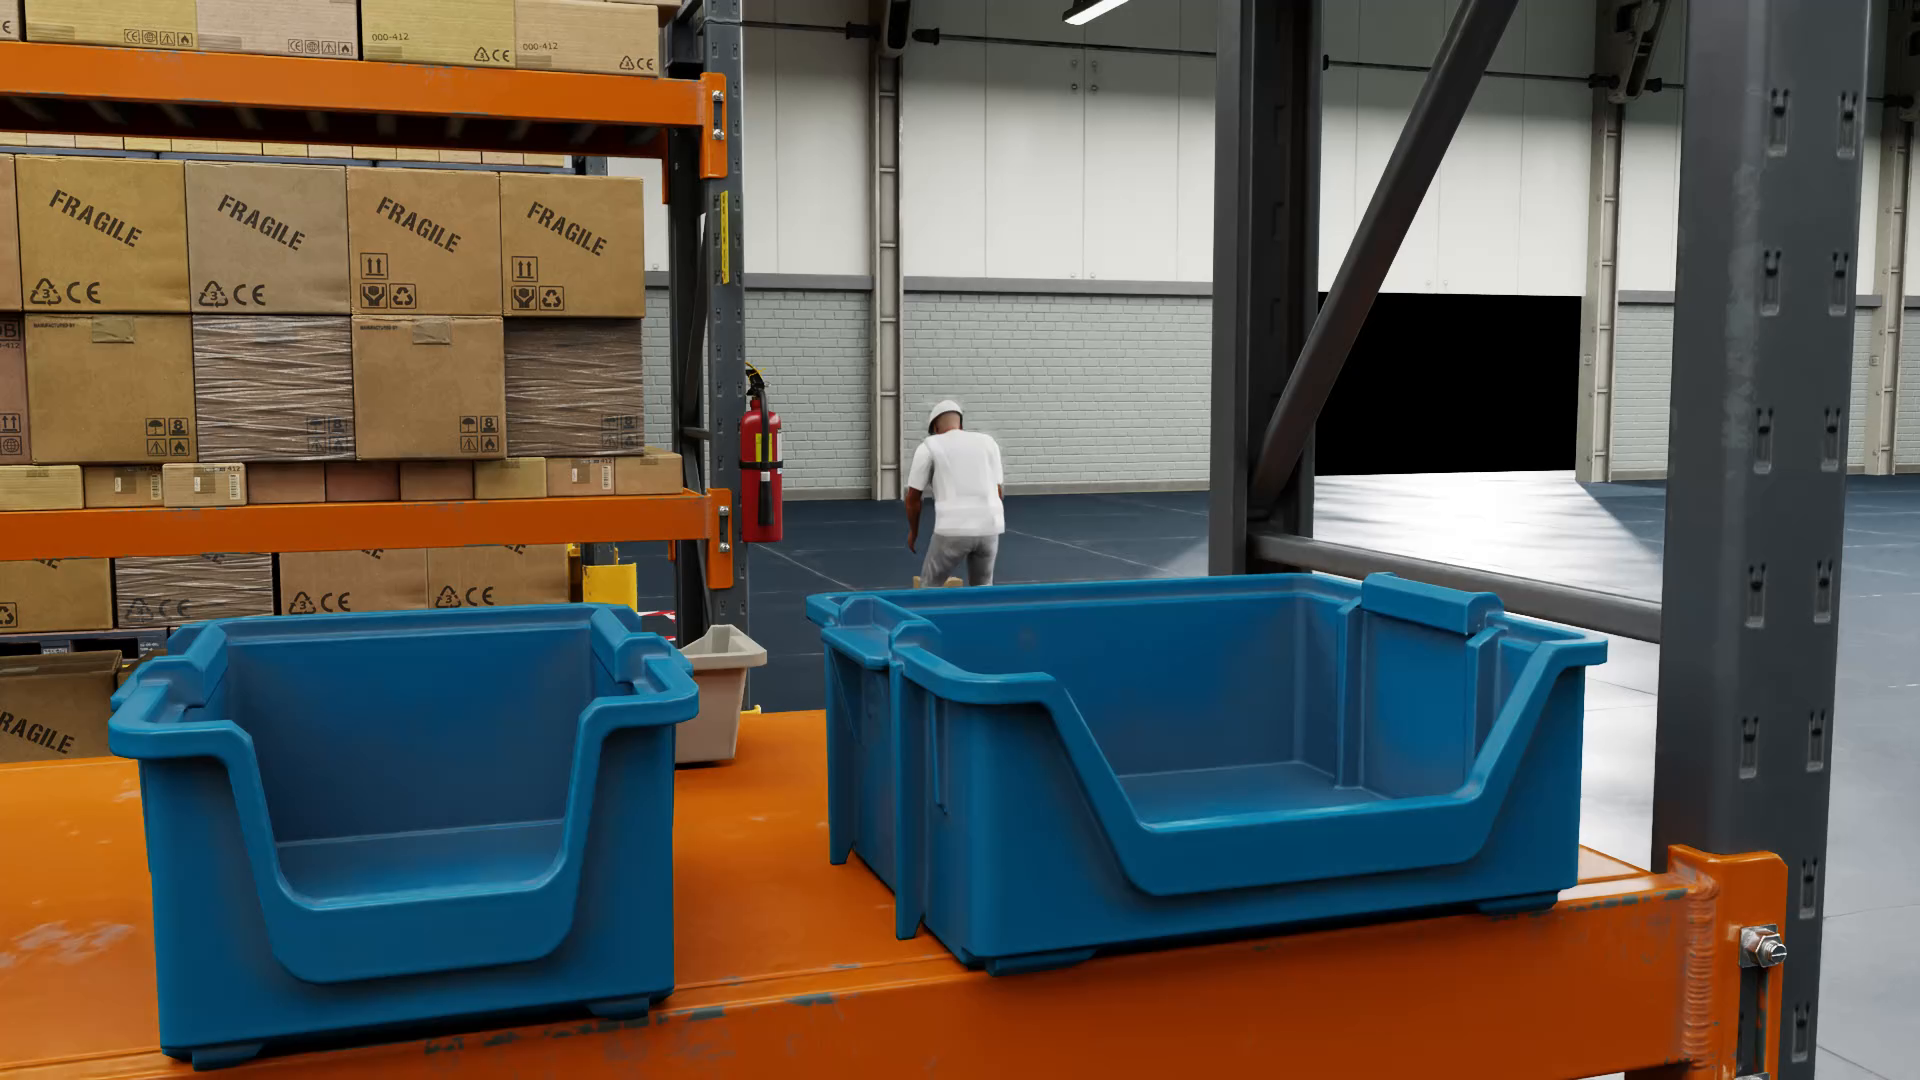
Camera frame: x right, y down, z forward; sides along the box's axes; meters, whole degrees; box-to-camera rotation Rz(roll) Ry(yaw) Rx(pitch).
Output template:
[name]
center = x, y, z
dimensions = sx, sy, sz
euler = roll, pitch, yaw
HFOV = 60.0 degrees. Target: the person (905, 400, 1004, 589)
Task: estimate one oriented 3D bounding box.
[person]
center = -0.025, -0.055, 10.160
dimensions = 0.620, 1.591, 0.622
euler = -2, 6, -18
